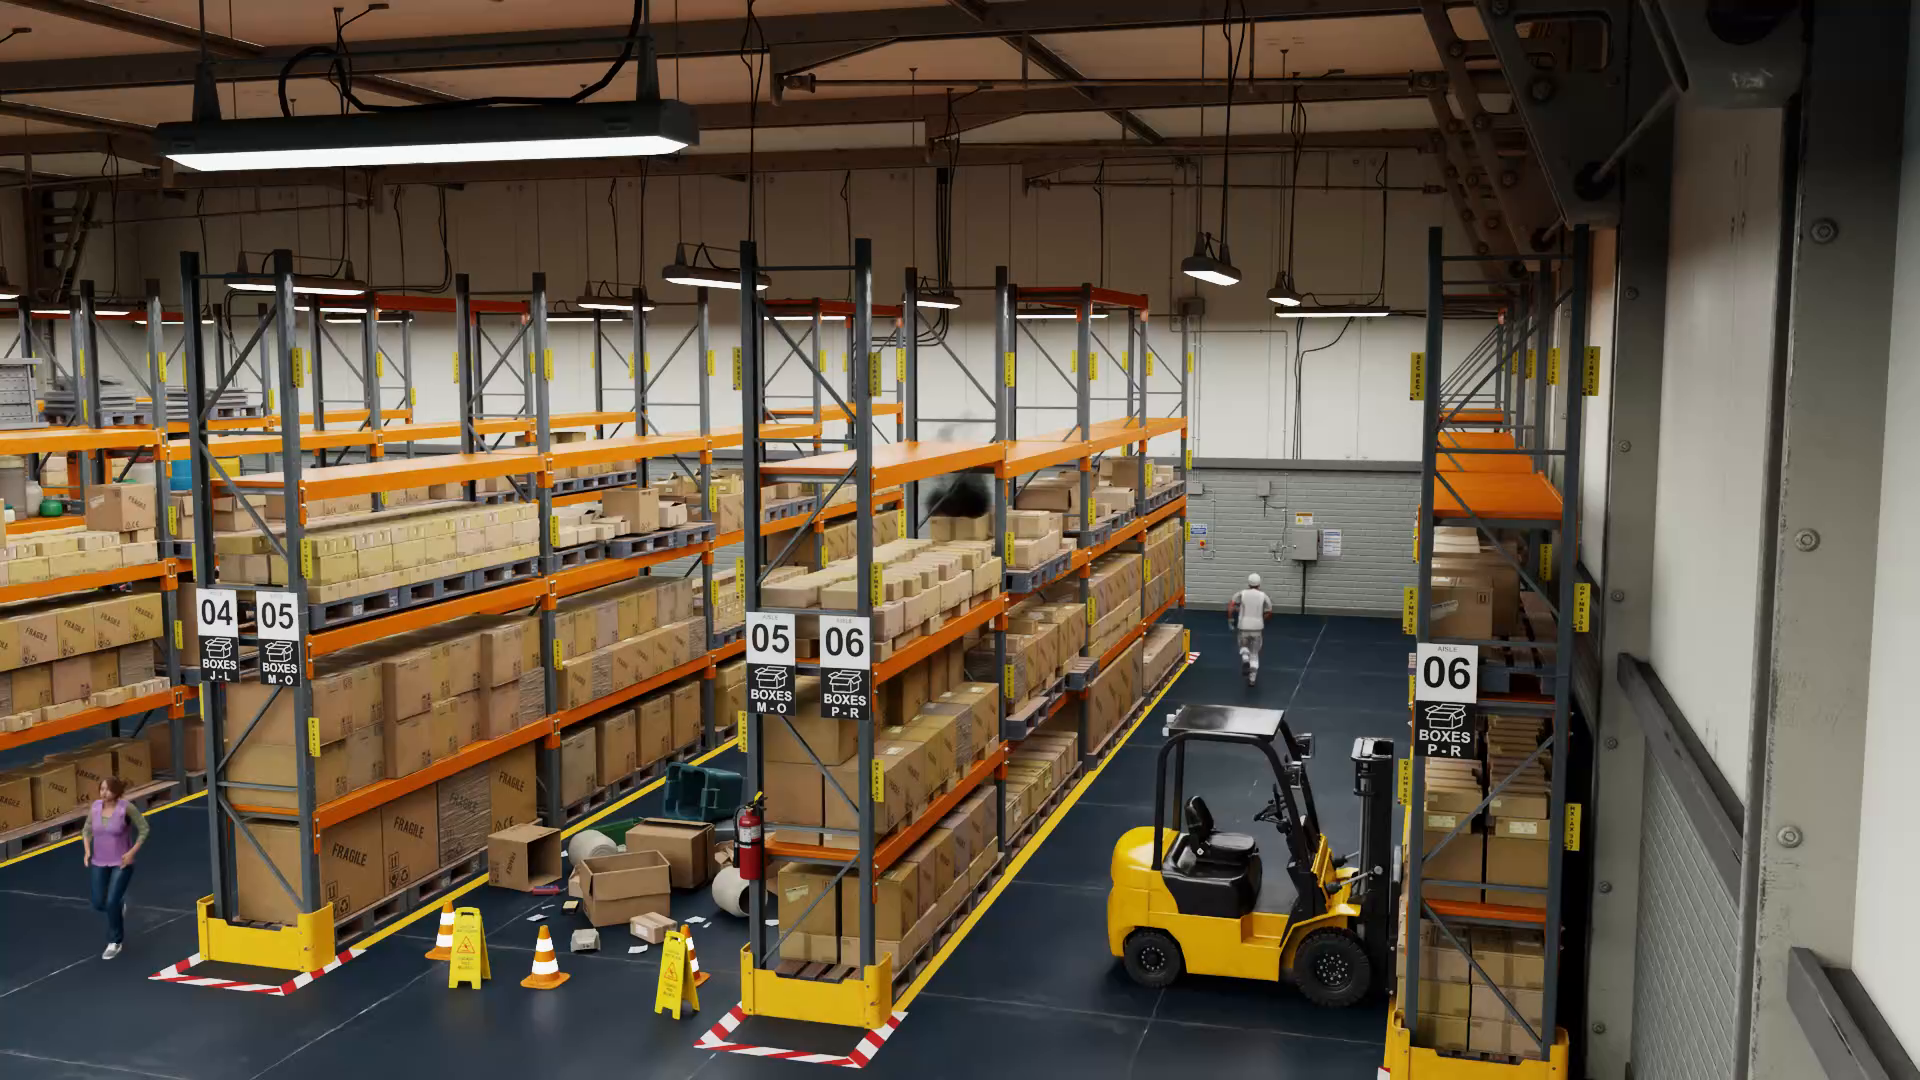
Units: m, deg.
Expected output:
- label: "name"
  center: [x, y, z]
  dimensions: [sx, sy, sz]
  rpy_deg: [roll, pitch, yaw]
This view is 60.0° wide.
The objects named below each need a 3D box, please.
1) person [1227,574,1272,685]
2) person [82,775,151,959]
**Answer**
- label: "person"
  center: [4.552, 1.385, 26.123]
  dimensions: [0.692, 1.740, 0.650]
  rpy_deg: [1, 7, 12]
- label: "person"
  center: [-7.307, 2.795, 14.445]
  dimensions: [0.576, 1.582, 0.543]
  rpy_deg: [0, 6, -4]
